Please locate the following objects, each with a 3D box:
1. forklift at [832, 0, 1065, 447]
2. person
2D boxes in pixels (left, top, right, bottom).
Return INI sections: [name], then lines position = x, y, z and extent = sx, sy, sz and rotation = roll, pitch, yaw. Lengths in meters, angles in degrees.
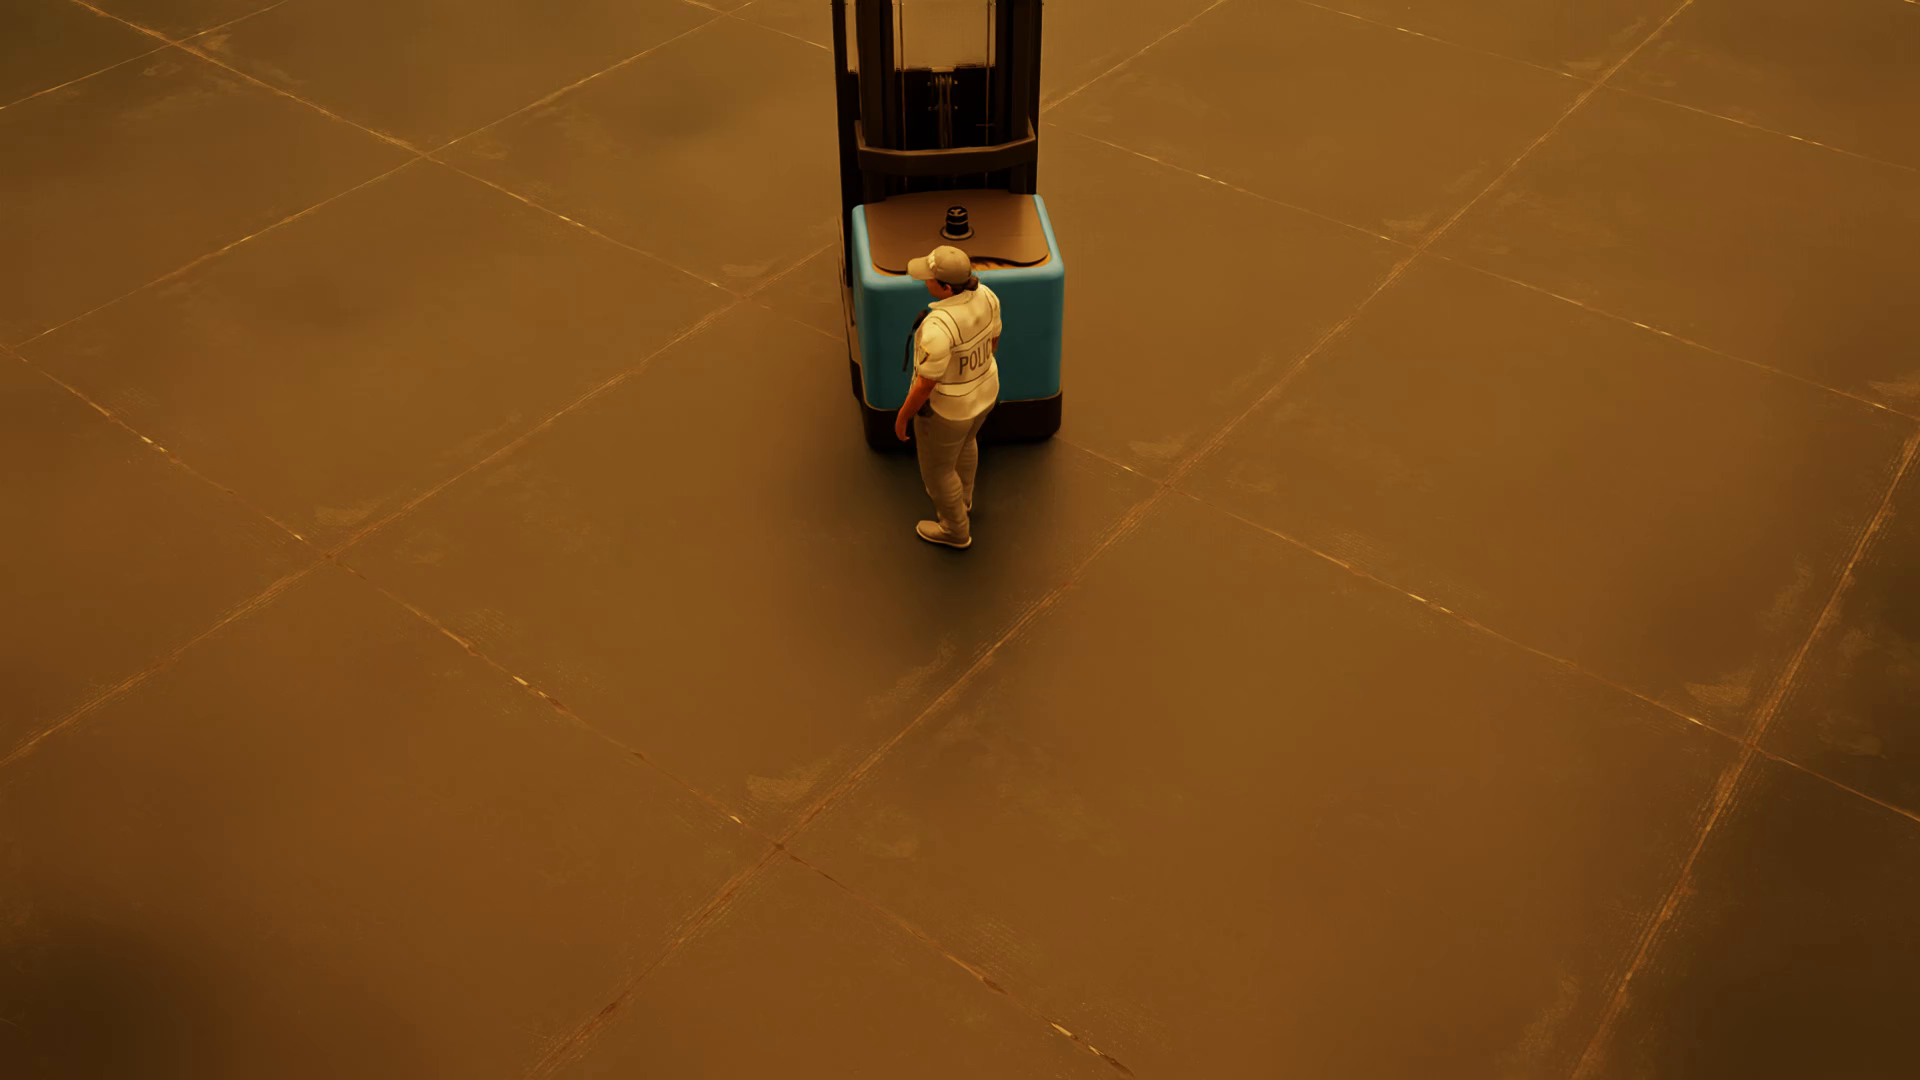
[forklift]
position = -0.148, -2.560, 9.076
extent = 1.130, 2.935, 3.031
rotation = -4, 41, -5
[person]
position = -0.095, -0.680, 7.853
extent = 0.513, 1.663, 0.601
rotation = 24, 46, 25
